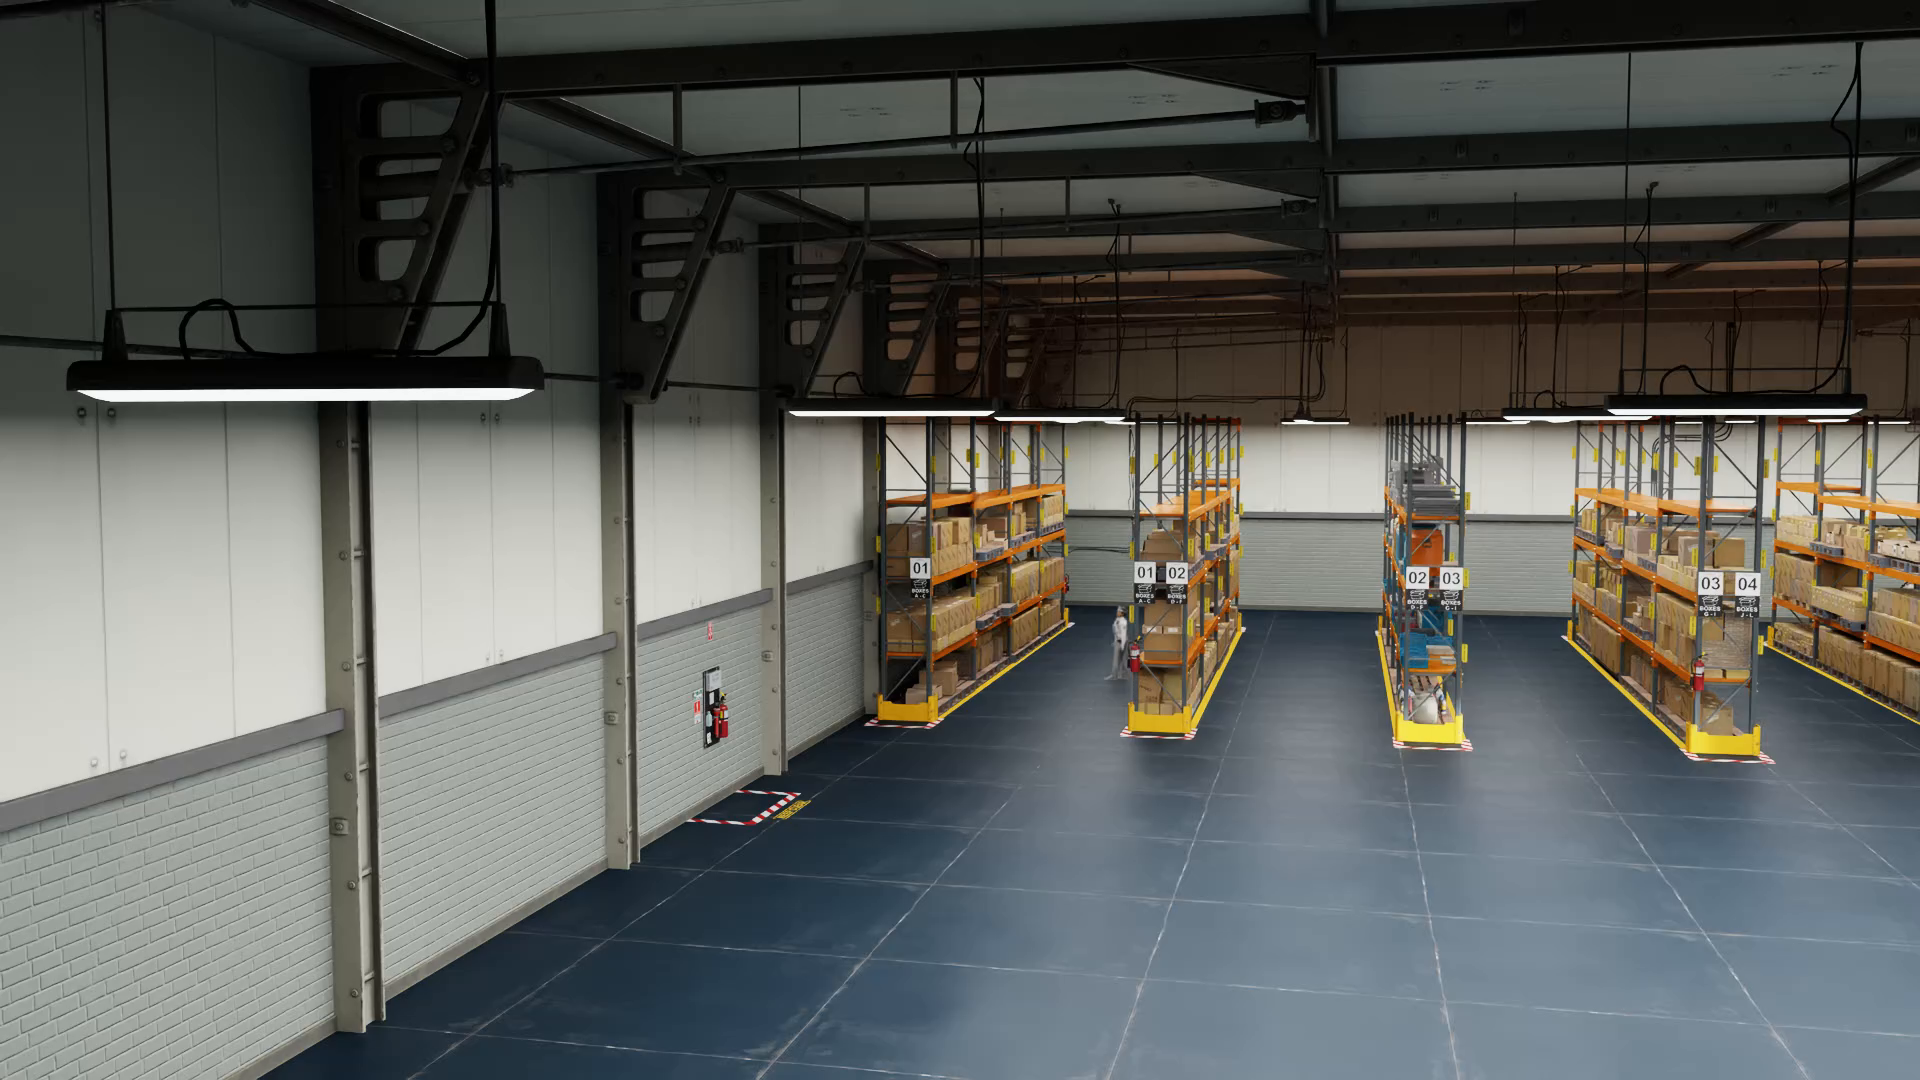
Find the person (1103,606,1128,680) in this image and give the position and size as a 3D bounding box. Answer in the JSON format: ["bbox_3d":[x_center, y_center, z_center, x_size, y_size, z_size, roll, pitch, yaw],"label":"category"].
[{"bbox_3d":[3.538,2.327,37.717,0.577,1.683,0.507,0,4,4],"label":"person"}]

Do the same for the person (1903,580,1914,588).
[{"bbox_3d":[25.813,1.828,45.461,0.624,1.704,0.475,-1,4,-7],"label":"person"}]
